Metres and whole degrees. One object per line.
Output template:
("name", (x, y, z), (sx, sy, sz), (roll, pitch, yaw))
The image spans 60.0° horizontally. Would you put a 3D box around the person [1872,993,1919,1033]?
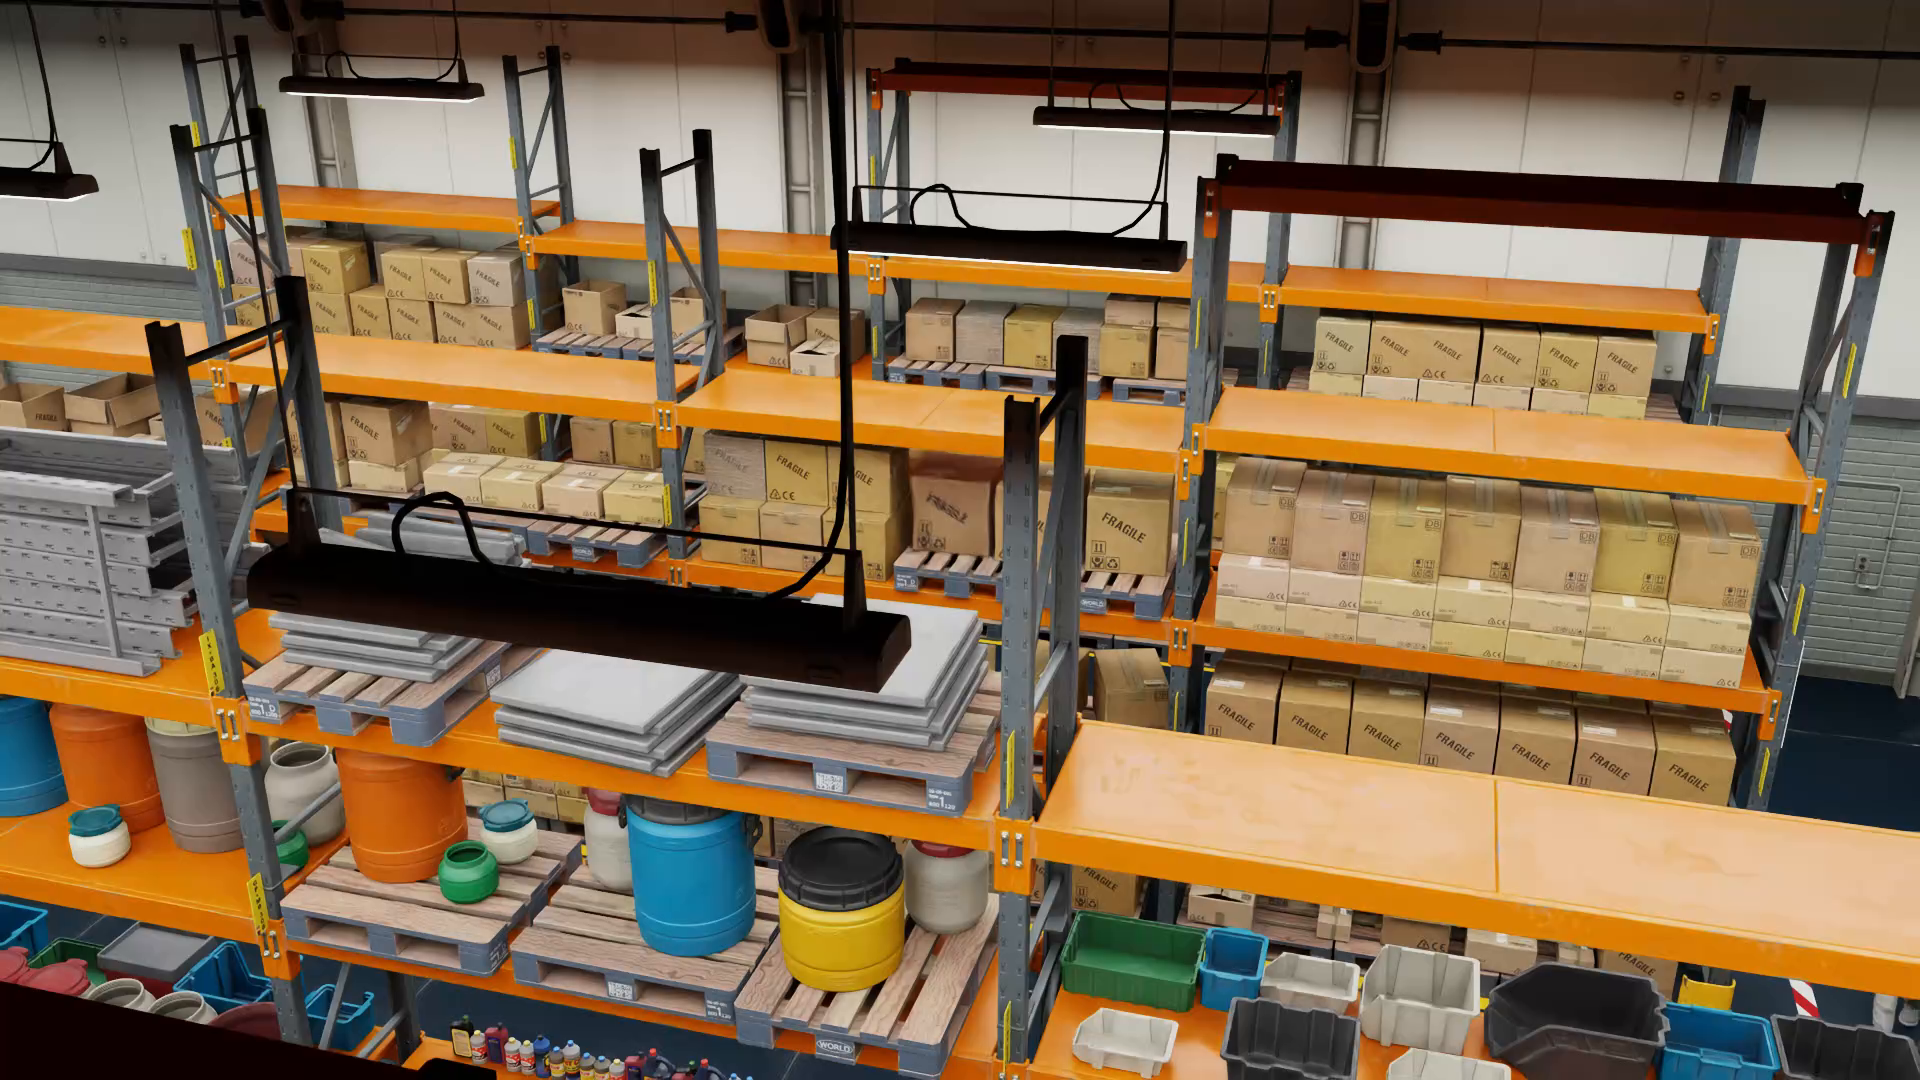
("person", (6.701, 2.905, 11.659), (0.480, 1.612, 0.978), (14, 26, 30))
